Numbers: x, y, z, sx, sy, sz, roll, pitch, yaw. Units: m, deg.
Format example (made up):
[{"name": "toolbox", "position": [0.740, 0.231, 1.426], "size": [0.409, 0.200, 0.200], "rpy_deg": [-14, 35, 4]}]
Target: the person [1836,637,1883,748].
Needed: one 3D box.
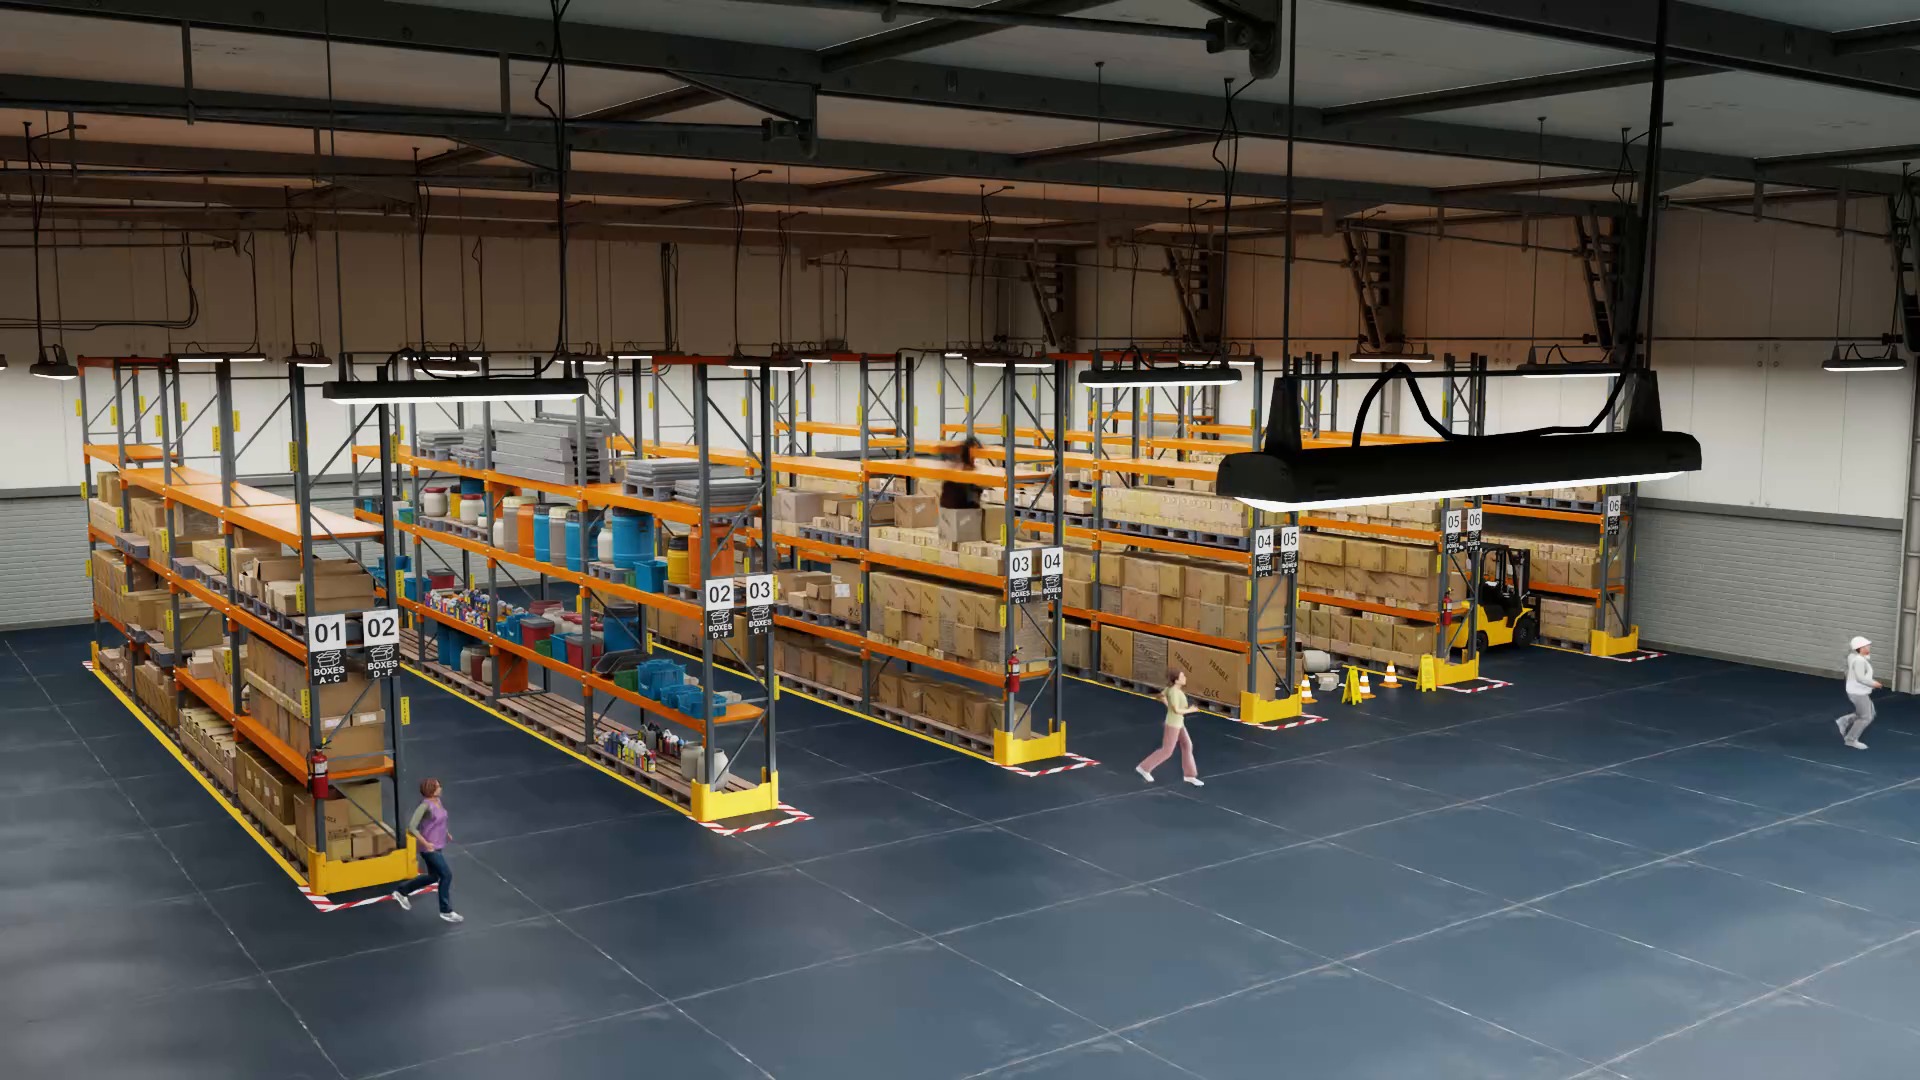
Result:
[{"name": "person", "position": [13.951, 2.354, 25.777], "size": [0.591, 1.736, 0.698], "rpy_deg": [3, 7, 21]}]

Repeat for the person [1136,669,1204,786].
[{"name": "person", "position": [2.982, 2.654, 23.524], "size": [0.968, 1.689, 0.583], "rpy_deg": [1, 7, 7]}]

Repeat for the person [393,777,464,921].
[{"name": "person", "position": [-5.820, 3.374, 18.122], "size": [0.783, 1.602, 0.562], "rpy_deg": [0, 7, -2]}]
